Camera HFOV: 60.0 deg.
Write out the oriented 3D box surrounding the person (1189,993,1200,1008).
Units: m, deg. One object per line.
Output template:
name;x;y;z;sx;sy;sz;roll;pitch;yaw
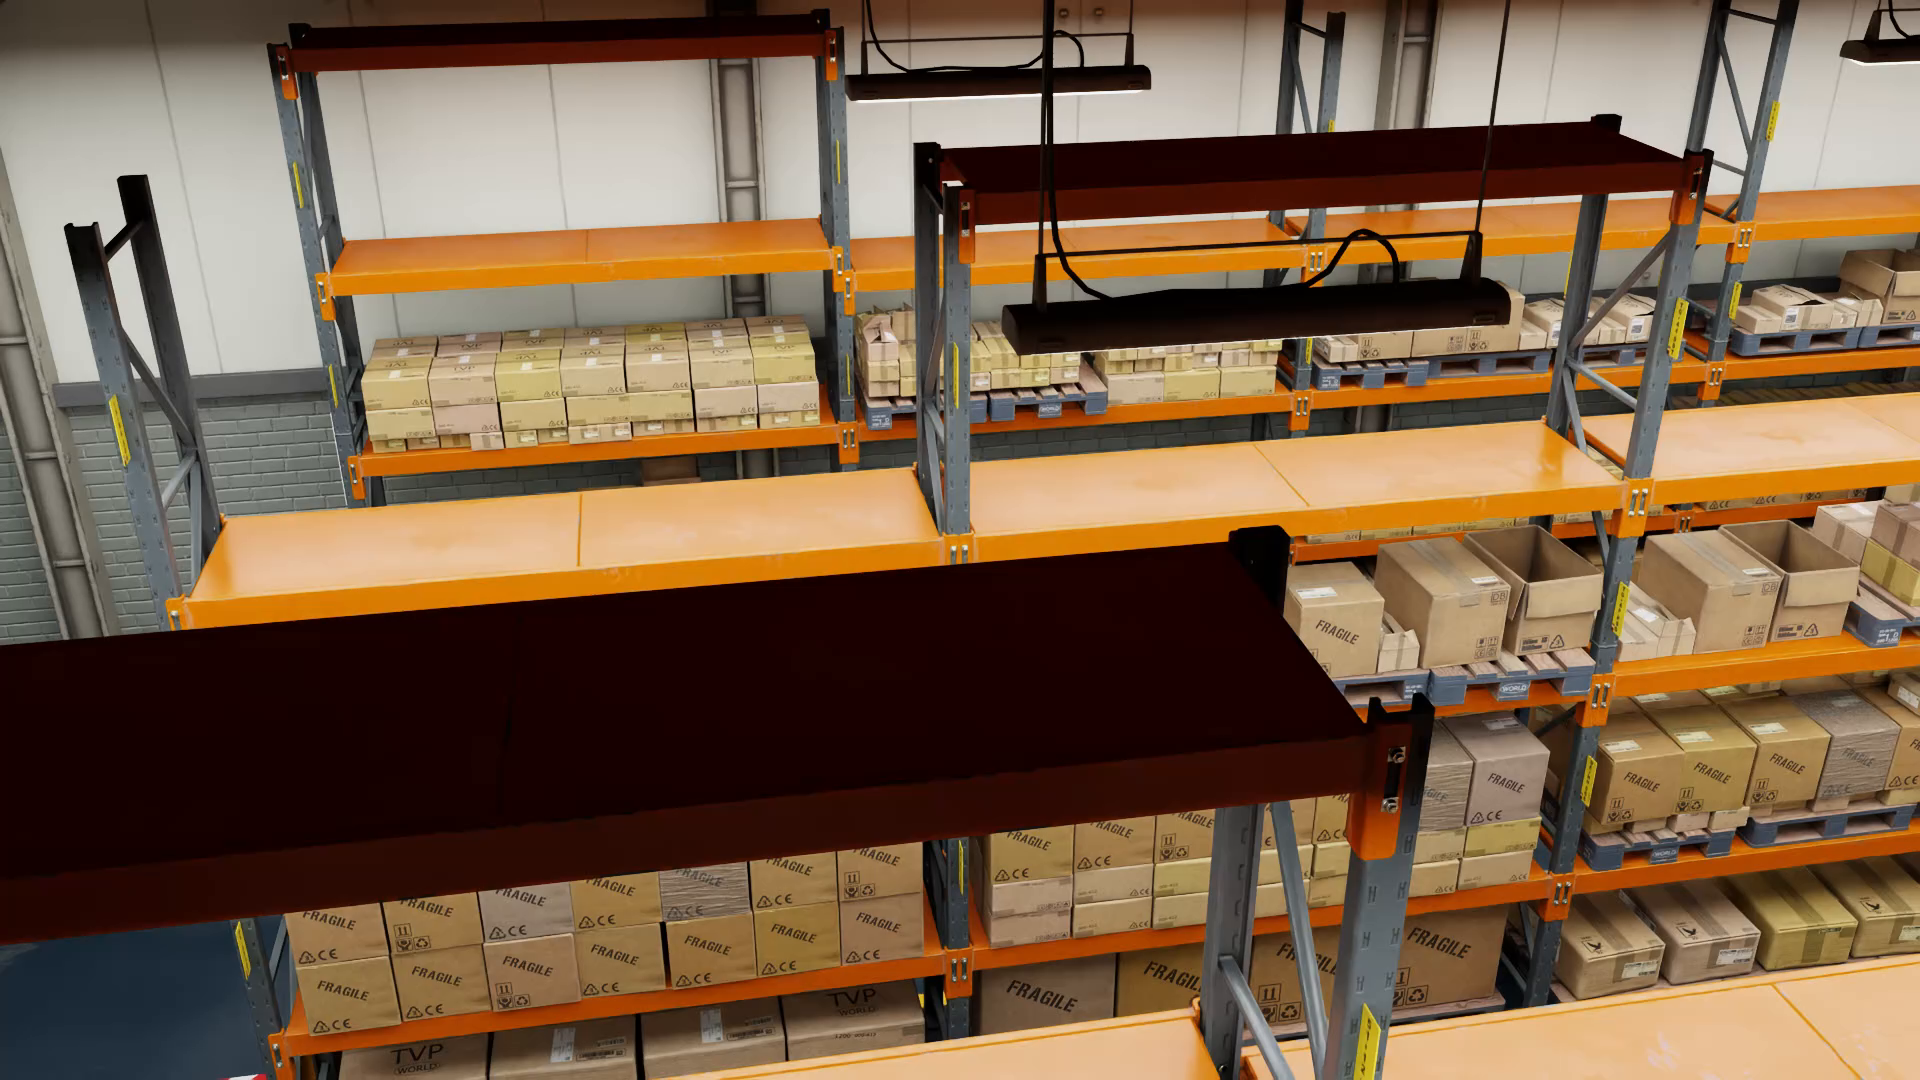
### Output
person;1.454;3.288;9.562;0.467;1.670;0.490;-11;28;-21
